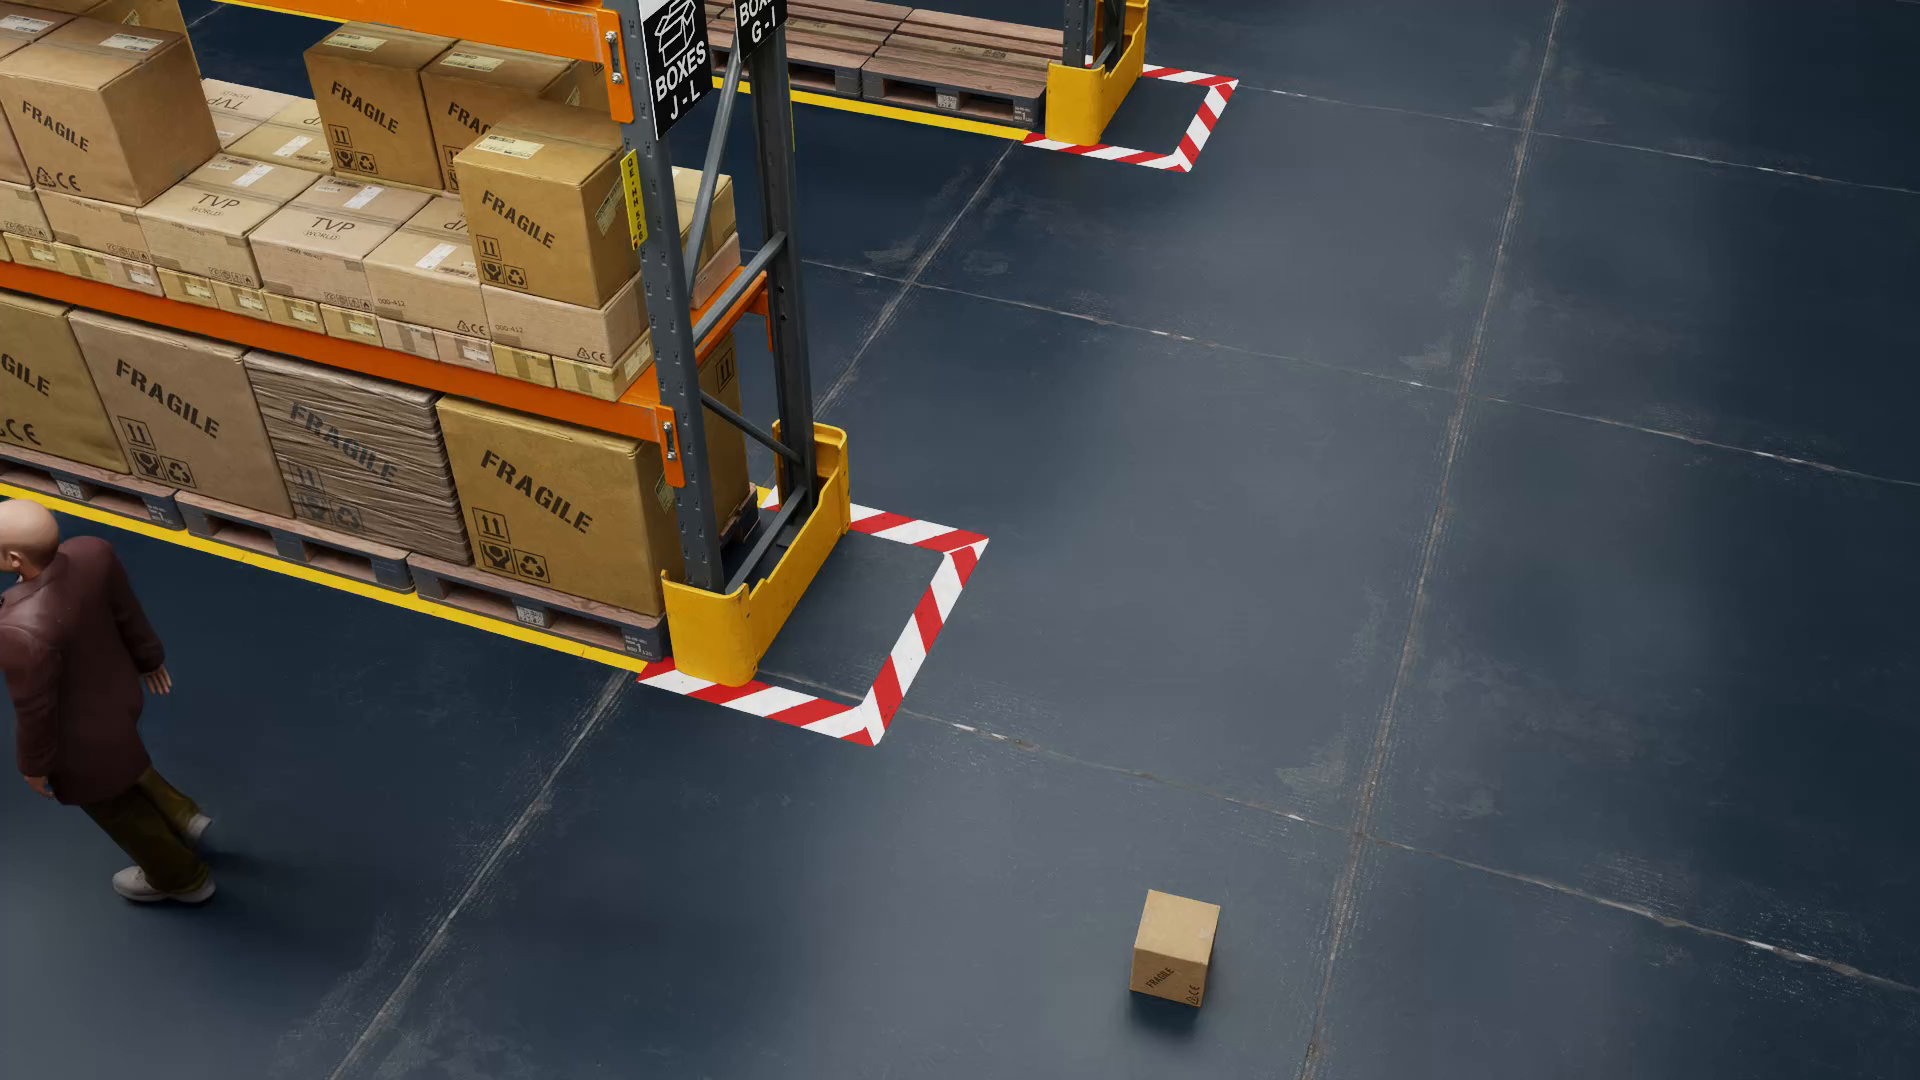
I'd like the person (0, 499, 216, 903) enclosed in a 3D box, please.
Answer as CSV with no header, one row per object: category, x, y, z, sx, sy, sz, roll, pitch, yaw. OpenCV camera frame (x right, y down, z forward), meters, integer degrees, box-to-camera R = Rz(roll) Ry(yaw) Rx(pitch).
person,-2.917,0.573,5.490,0.480,1.796,0.610,4,41,4
